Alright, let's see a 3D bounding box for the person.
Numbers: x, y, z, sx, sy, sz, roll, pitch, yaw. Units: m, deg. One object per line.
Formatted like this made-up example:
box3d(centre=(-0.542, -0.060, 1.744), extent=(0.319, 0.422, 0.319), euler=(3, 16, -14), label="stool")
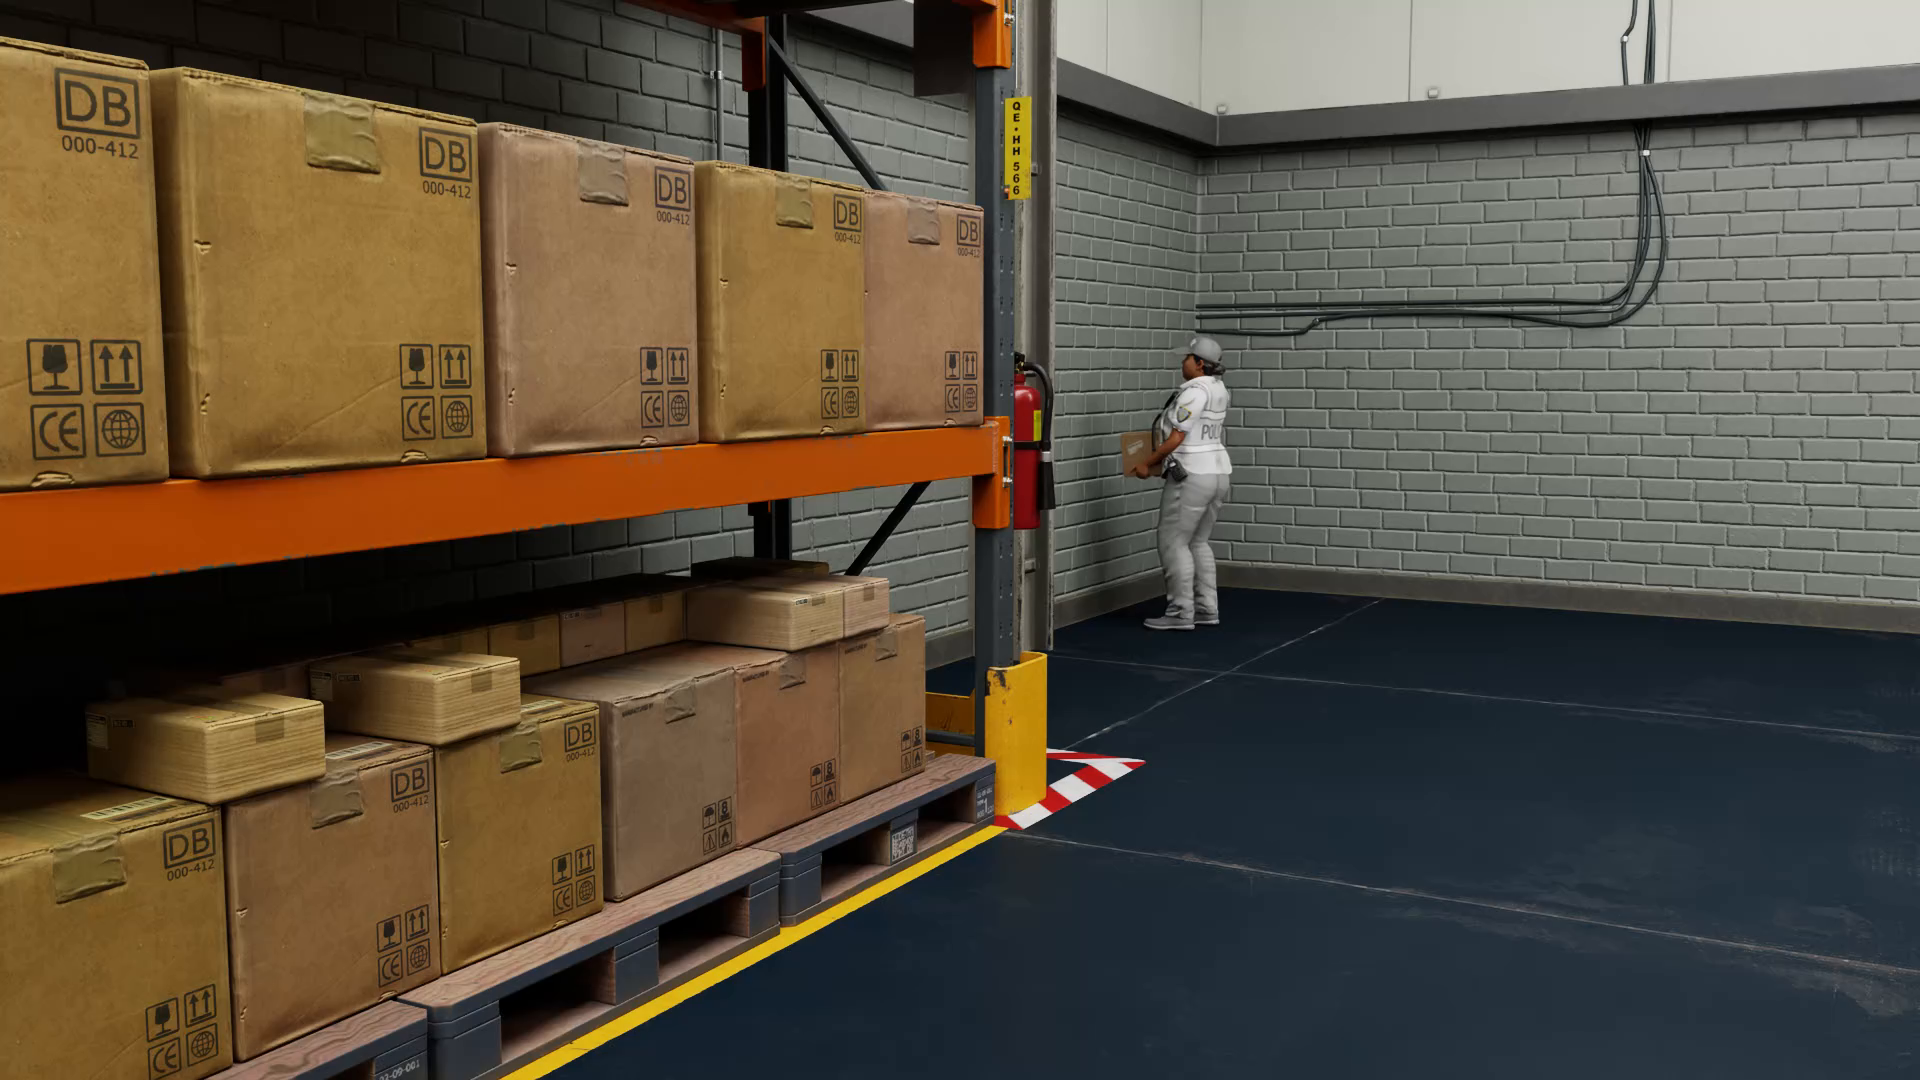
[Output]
box3d(centre=(1.257, -0.322, 9.440), extent=(0.535, 1.653, 0.453), euler=(3, 7, 29), label="person")
